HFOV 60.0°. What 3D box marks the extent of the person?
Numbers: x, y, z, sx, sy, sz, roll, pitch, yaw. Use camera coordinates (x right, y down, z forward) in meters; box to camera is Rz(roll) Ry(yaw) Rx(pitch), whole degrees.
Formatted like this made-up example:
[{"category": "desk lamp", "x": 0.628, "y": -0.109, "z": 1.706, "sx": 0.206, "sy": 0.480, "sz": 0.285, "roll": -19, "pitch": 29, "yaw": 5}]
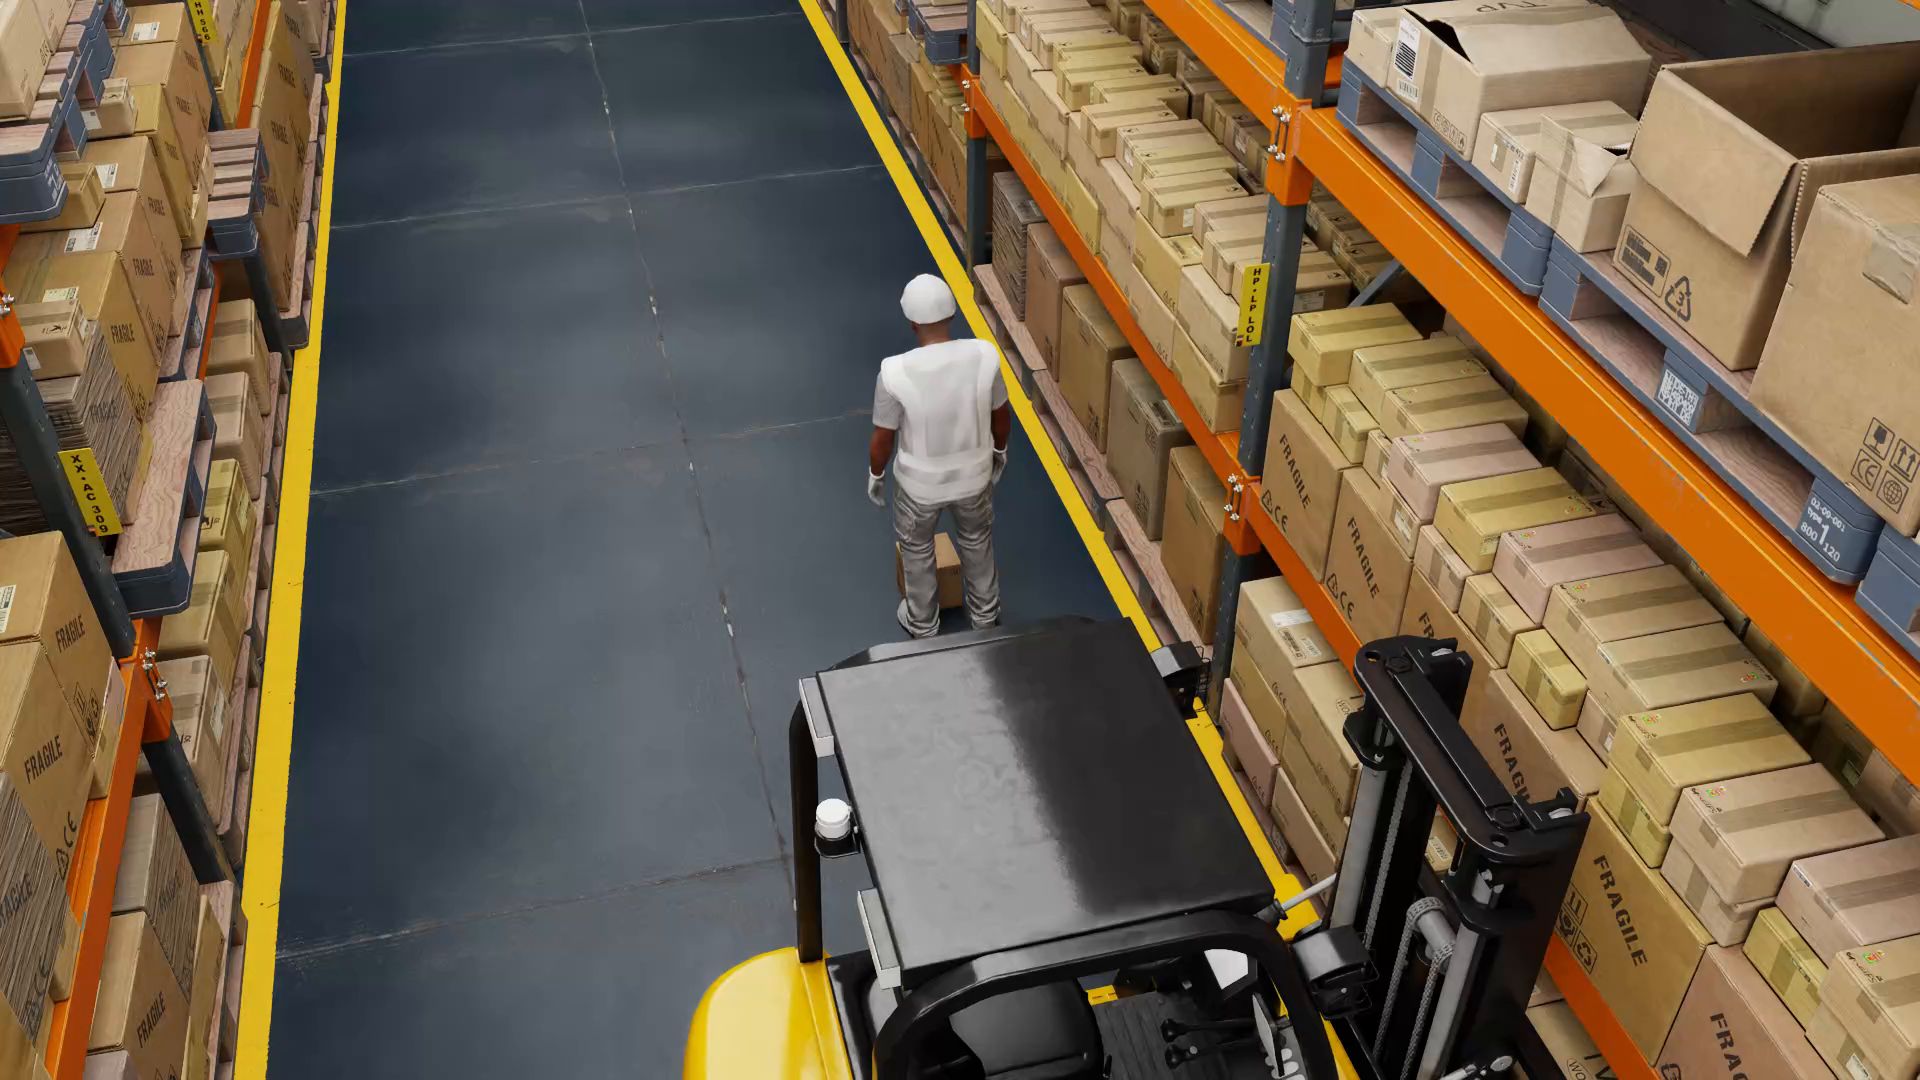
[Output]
[{"category": "person", "x": -0.086, "y": -0.308, "z": 7.100, "sx": 0.632, "sy": 1.776, "sz": 0.444, "roll": -11, "pitch": 39, "yaw": -14}]
